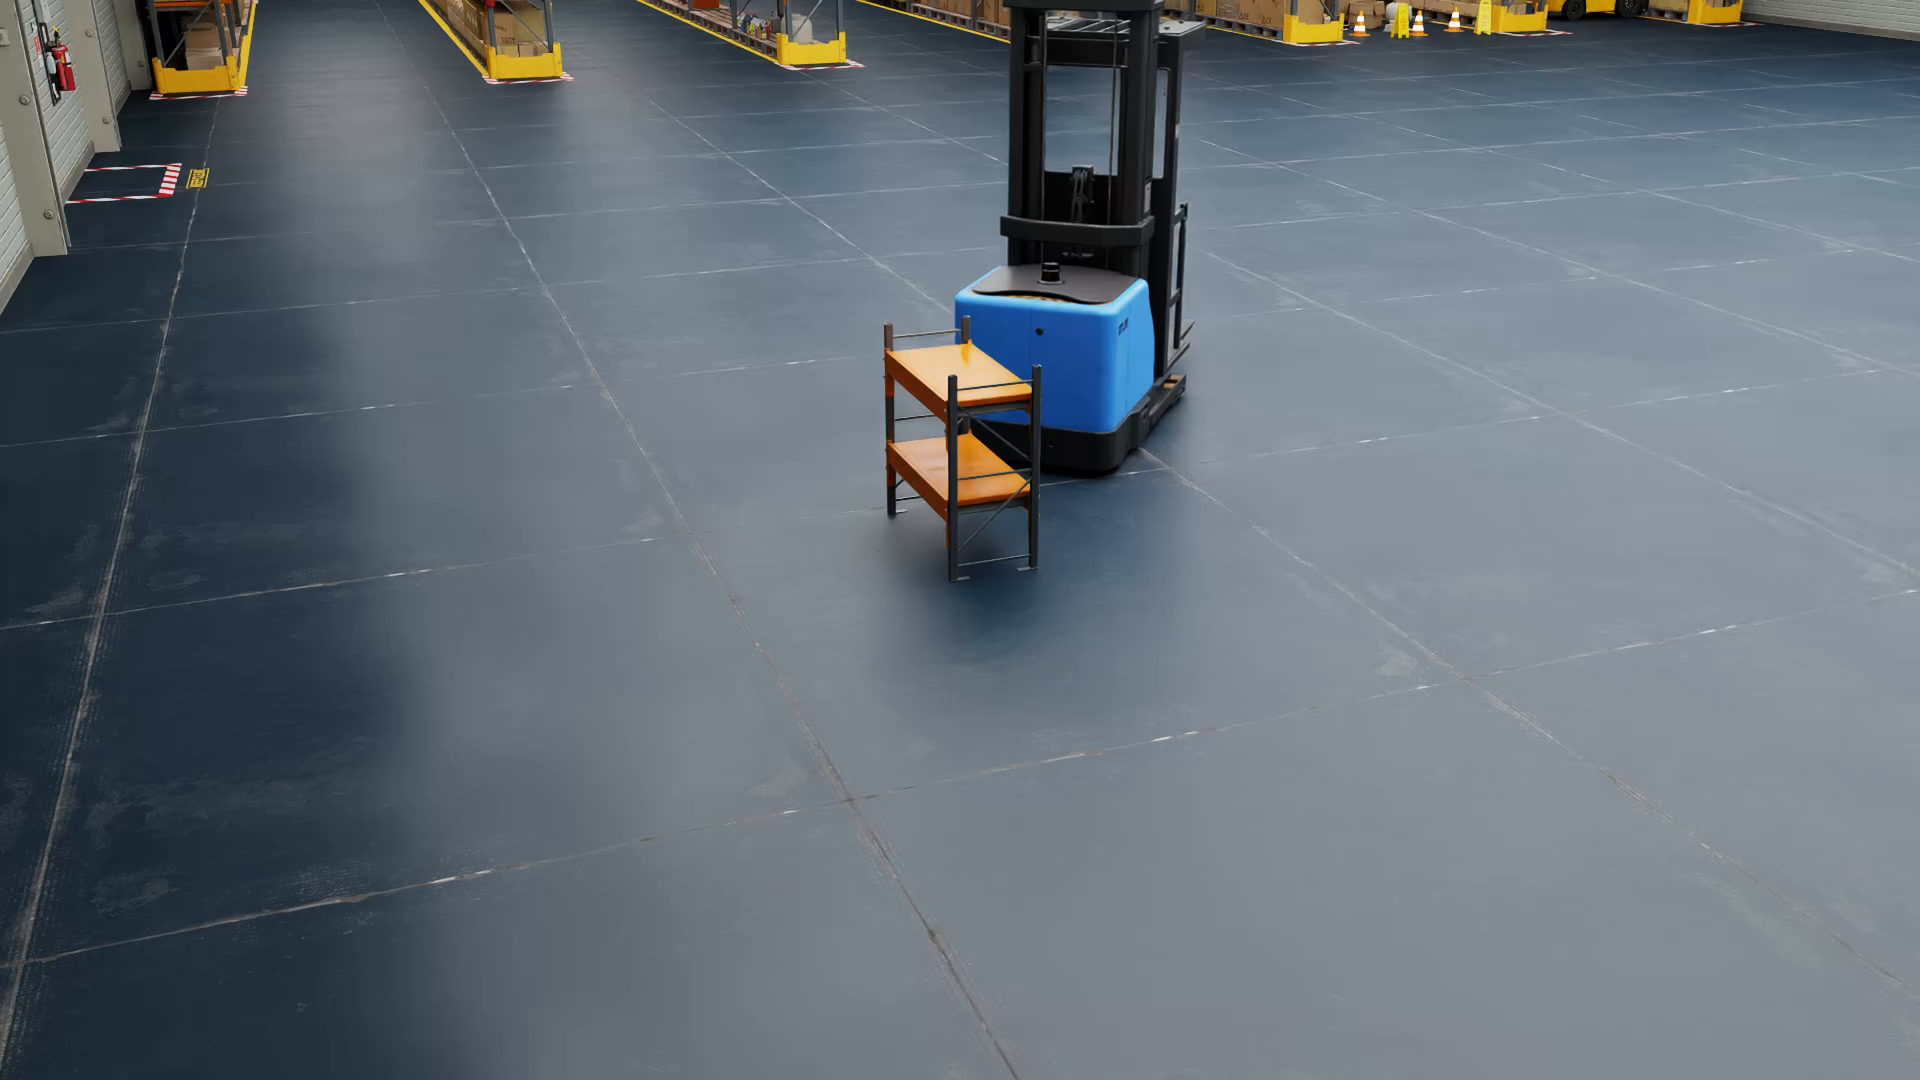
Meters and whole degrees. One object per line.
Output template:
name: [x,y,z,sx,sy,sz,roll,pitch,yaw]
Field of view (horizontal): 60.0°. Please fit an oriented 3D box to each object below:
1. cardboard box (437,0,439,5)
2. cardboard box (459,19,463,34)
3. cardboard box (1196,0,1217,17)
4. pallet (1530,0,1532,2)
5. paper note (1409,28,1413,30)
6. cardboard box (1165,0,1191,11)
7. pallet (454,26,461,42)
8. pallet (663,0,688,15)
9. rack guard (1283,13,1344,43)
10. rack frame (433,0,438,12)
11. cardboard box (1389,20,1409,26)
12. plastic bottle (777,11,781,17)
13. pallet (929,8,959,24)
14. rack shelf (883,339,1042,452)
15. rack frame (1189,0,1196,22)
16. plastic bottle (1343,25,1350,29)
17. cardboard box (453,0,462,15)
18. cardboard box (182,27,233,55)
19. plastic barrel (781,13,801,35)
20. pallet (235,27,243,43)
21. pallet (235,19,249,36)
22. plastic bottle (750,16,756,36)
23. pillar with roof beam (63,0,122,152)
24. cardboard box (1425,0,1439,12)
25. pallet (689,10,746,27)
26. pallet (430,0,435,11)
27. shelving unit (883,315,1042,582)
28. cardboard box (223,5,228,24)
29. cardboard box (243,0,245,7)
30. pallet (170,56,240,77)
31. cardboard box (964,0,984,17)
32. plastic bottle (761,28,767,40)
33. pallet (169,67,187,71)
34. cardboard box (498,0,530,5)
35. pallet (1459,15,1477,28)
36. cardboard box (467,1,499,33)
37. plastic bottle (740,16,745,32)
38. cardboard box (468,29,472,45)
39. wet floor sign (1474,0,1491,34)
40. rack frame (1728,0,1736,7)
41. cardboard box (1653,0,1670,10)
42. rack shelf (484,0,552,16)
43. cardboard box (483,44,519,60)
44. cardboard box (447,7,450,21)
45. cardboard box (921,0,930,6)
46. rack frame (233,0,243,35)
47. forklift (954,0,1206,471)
cardboard box: [-11.248,-12.029,36.579,0.500,0.500,0.500,-8,24,-18]
cardboard box: [-9.158,-9.694,31.387,0.500,0.250,0.500,-9,24,-20]
cardboard box: [5.538,-11.450,34.750,0.875,0.875,0.875,-8,24,-18]
pallet: [14.322,-12.850,39.466,1.003,0.211,1.213,-8,24,-19]
paper note: [9.194,-10.439,33.978,0.148,0.019,0.142,-18,29,-37]
cardboard box: [5.078,-11.844,35.845,1.050,0.750,0.750,-8,24,-19]
pallet: [-9.295,-9.894,32.452,1.003,0.211,1.213,-8,24,-19]
pallet: [-6.086,-12.042,37.550,1.003,0.211,1.213,-8,24,-19]
rack guard: [6.803,-9.860,32.000,1.175,0.500,0.348,-8,24,-19]
rack frame: [-11.389,-13.379,37.131,1.000,3.000,0.127,-8,24,-19]
cardboard box: [9.037,-10.622,34.260,0.380,0.149,0.250,4,23,9]
plastic bottle: [-3.431,-9.938,31.812,0.144,0.351,0.185,-9,24,-20]
pallet: [-0.005,-11.272,35.722,1.003,0.211,1.213,-8,24,-19]
rack shelf: [-0.002,-0.791,8.924,0.538,0.278,1.000,-8,24,-19]
rack frame: [5.382,-12.474,34.984,1.000,3.000,0.127,-8,24,-19]
plastic bottle: [7.888,-10.589,34.294,0.133,0.061,0.283,-18,29,-37]
cardboard box: [-9.512,-10.318,32.146,0.500,0.311,0.500,-9,24,-20]
cardboard box: [-12.357,-8.133,27.337,0.700,0.500,0.500,-10,25,-22]
plastic barrel: [-2.996,-9.155,29.772,0.421,0.512,0.421,0,23,0]
pallet: [-14.335,-9.676,31.935,1.003,0.211,1.213,-8,24,-19]
pallet: [-14.817,-10.257,33.313,1.003,0.211,1.213,-8,24,-19]
plastic bottle: [-3.814,-9.560,30.913,0.144,0.351,0.185,-9,24,-19]
pillar with roof beam: [-6.693,-9.649,20.556,9.100,9.000,0.400,-8,24,-19]
cardboard box: [10.322,-11.480,35.625,0.500,0.250,0.500,-9,24,-20]
pallet: [-5.104,-11.032,35.154,1.003,0.211,1.213,-8,24,-19]
pallet: [-11.631,-12.344,38.265,1.003,0.211,1.213,-8,24,-19]
shelving unit: [-0.002,-0.521,9.037,0.538,1.125,1.048,-8,24,-19]
cardboard box: [-14.031,-9.661,30.963,0.700,0.500,0.500,-8,24,-19]
cardboard box: [-15.671,-11.683,35.334,0.750,0.750,0.750,-8,24,-18]
pallet: [-12.491,-7.823,27.540,1.003,0.211,1.213,-8,24,-19]
cardboard box: [0.509,-11.107,34.393,0.700,0.500,0.500,-10,25,-23]
plastic bottle: [-3.574,-9.218,30.294,0.097,0.201,0.097,0,23,0]
pallet: [-12.064,-7.381,26.490,1.003,0.211,1.213,-8,24,-19]
cardboard box: [-7.849,-9.242,29.348,0.500,0.500,0.500,-8,24,-19]
pallet: [11.109,-10.779,34.553,1.003,0.211,1.213,-8,24,-19]
cardboard box: [-8.339,-9.170,29.178,0.500,0.500,0.500,-8,24,-19]
plastic bottle: [-4.086,-9.809,31.600,0.152,0.276,0.135,-7,24,-17]
cardboard box: [-8.511,-9.006,29.756,0.500,0.250,0.500,-8,24,-19]
wet floor sign: [10.456,-10.436,33.179,0.267,0.644,0.232,0,23,-1]
rack frame: [16.032,-12.419,34.853,1.000,3.000,0.127,-8,24,-19]
cardboard box: [15.404,-11.655,36.040,0.500,0.250,0.500,-8,24,-19]
rack shelf: [-7.857,-9.414,28.650,1.077,0.370,4.000,-8,24,-19]
cardboard box: [-7.616,-8.100,27.605,0.500,0.250,0.500,-8,24,-19]
cardboard box: [-10.066,-10.622,33.589,0.500,0.250,0.500,-8,24,-19]
cardboard box: [-0.452,-12.094,36.734,0.700,0.500,0.500,-10,25,-22]
rack frame: [-14.609,-11.245,32.067,1.000,3.000,0.127,-8,24,-19]
forklift: [0.938,-2.312,10.962,1.130,2.935,3.031,8,24,19]
